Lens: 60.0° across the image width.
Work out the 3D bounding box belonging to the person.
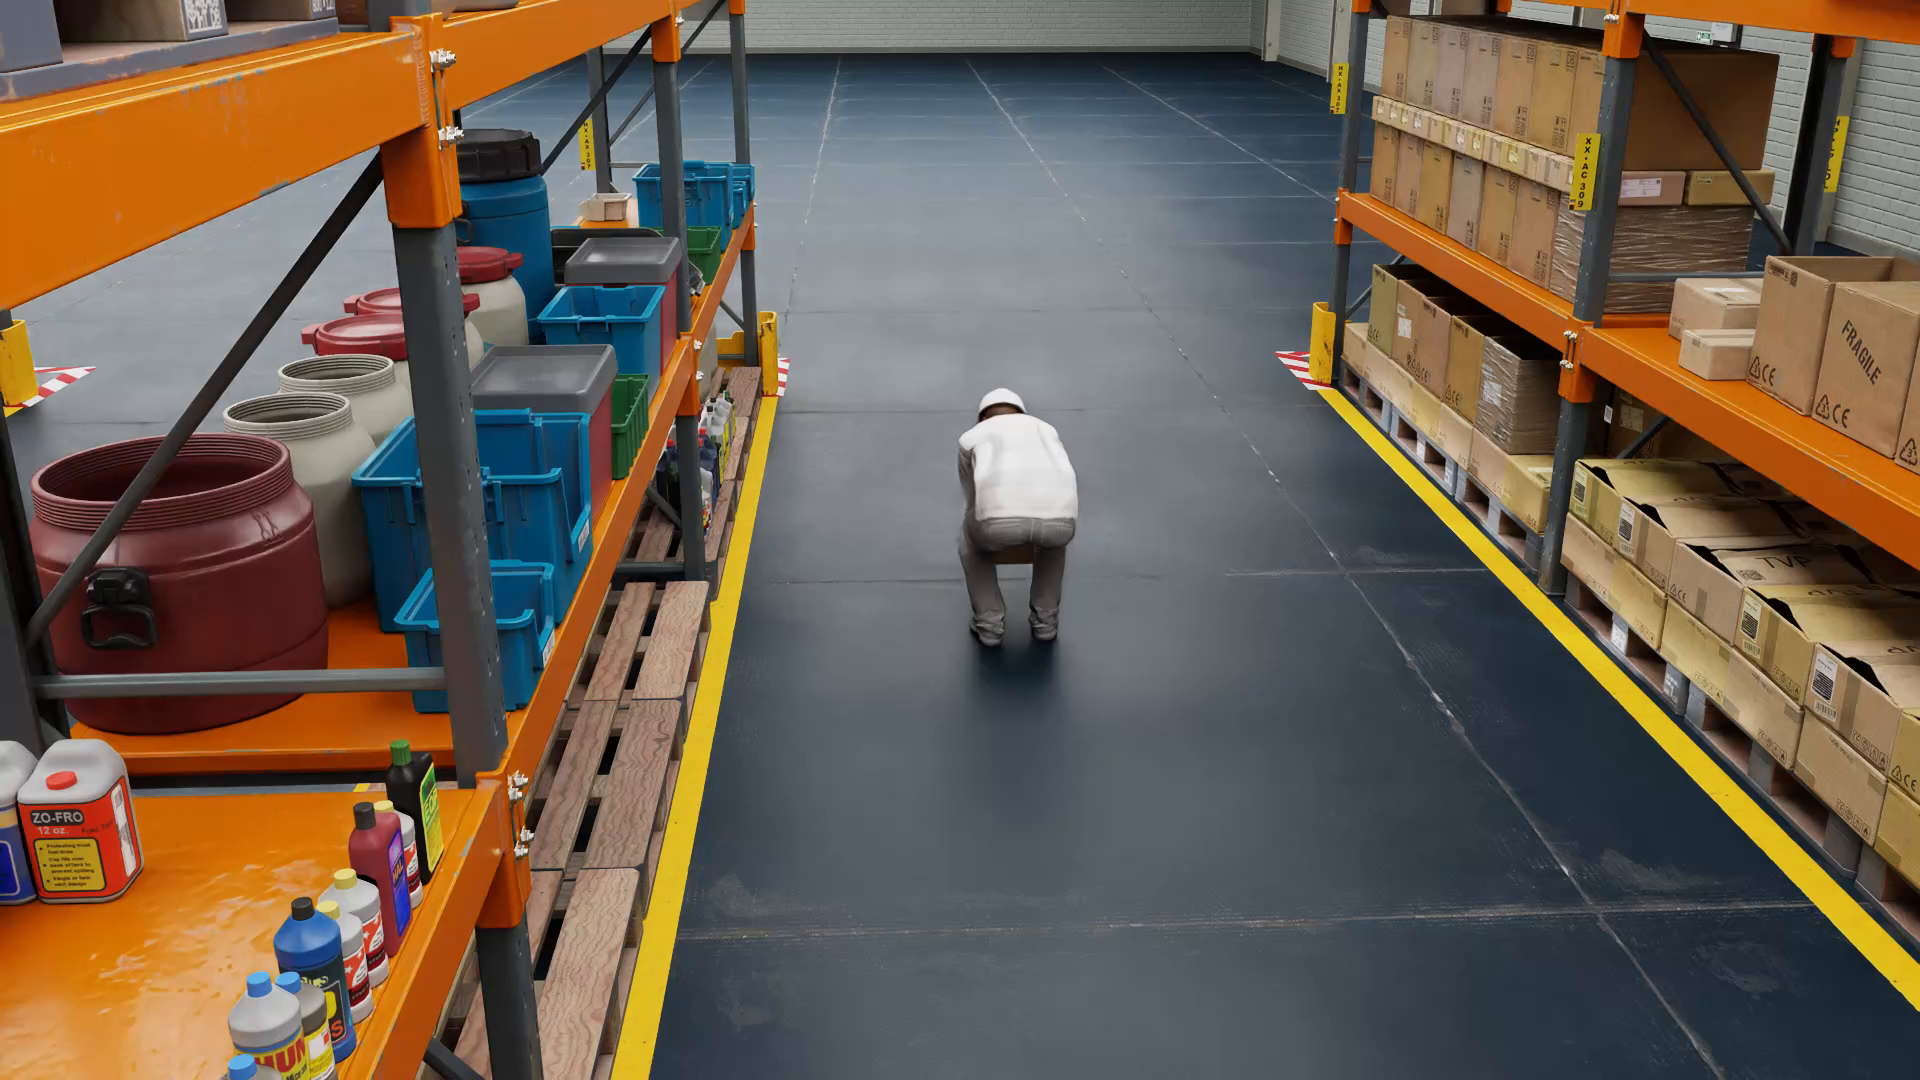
[{"bbox_3d":[0.236,-0.100,7.447,0.513,0.989,0.985,-2,20,-5],"label":"person"}]
